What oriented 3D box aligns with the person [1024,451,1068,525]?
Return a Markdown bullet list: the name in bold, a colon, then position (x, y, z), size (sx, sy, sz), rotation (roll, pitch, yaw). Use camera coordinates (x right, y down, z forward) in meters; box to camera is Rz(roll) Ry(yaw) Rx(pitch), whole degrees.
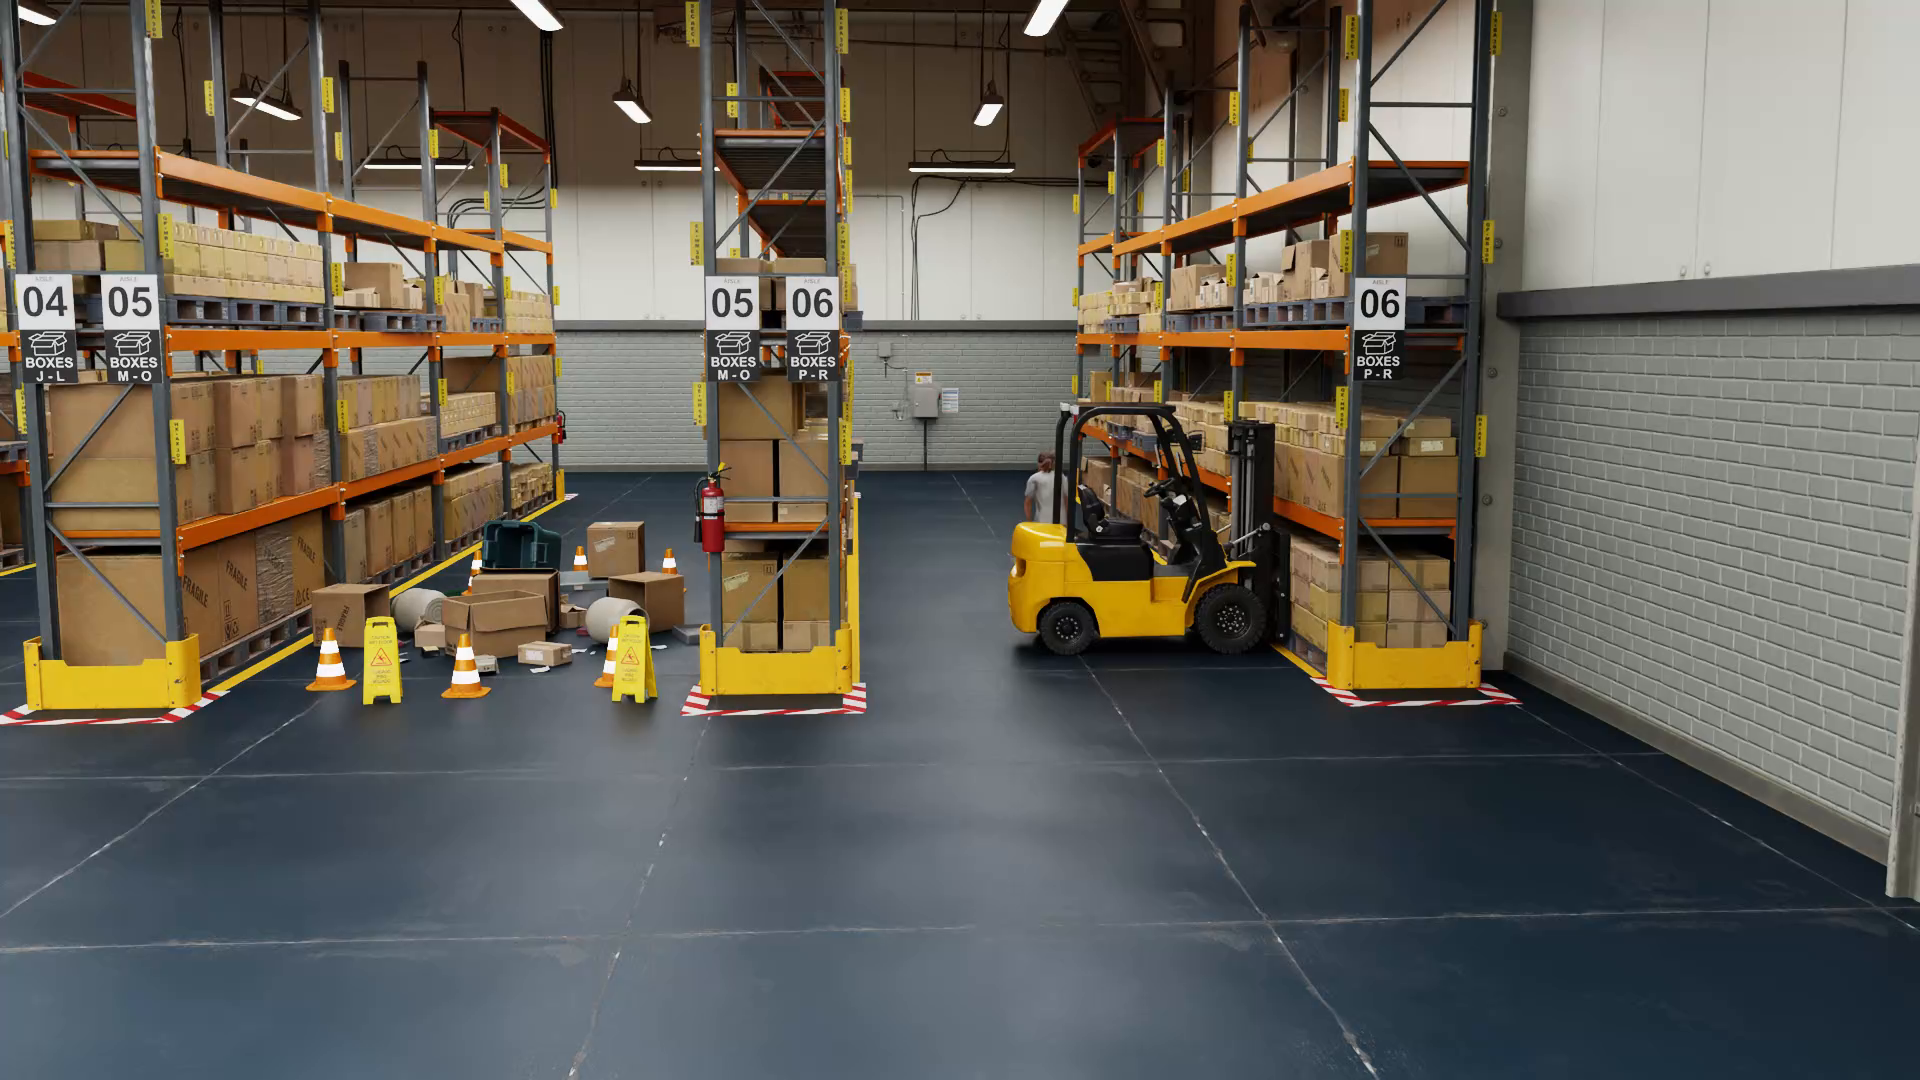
- **person**: position (0.916, -0.155, 17.566), size (0.478, 1.556, 0.489), rotation (0, 7, -3)
